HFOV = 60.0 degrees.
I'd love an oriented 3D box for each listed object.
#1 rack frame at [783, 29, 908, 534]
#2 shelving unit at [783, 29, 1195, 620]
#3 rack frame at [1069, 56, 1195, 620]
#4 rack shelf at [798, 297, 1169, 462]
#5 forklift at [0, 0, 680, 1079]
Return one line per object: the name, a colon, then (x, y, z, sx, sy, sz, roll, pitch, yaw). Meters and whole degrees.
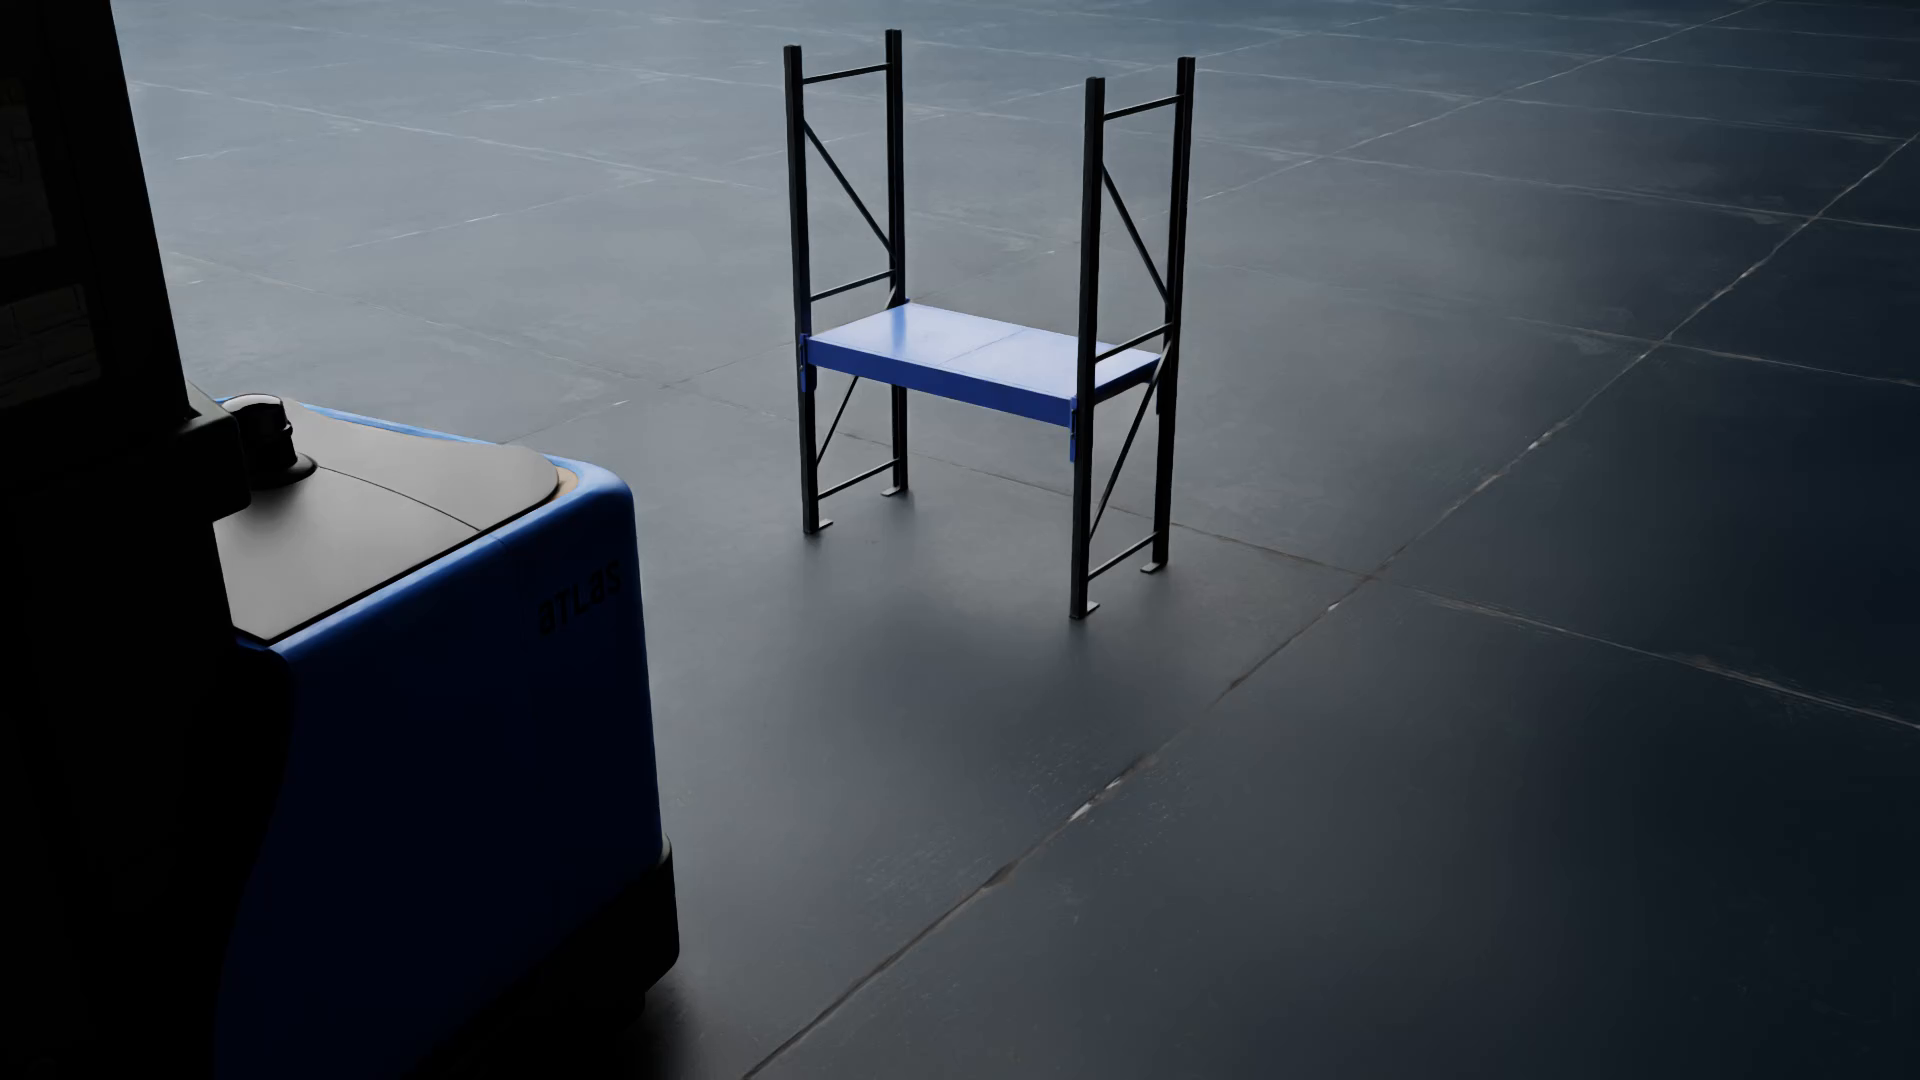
rack frame: (-0.339, -0.789, 5.180, 0.032, 1.500, 0.500, 17, 29, 33)
shelving unit: (0.068, -0.666, 4.901, 1.048, 1.500, 0.538, 17, 29, 33)
rack frame: (0.475, -0.543, 4.622, 0.032, 1.500, 0.500, 17, 29, 33)
rack shelf: (0.068, -0.501, 4.973, 1.000, 0.185, 0.538, 17, 29, 33)
forklift: (-1.674, -0.042, 1.711, 1.130, 2.935, 3.031, 12, 26, 25)
